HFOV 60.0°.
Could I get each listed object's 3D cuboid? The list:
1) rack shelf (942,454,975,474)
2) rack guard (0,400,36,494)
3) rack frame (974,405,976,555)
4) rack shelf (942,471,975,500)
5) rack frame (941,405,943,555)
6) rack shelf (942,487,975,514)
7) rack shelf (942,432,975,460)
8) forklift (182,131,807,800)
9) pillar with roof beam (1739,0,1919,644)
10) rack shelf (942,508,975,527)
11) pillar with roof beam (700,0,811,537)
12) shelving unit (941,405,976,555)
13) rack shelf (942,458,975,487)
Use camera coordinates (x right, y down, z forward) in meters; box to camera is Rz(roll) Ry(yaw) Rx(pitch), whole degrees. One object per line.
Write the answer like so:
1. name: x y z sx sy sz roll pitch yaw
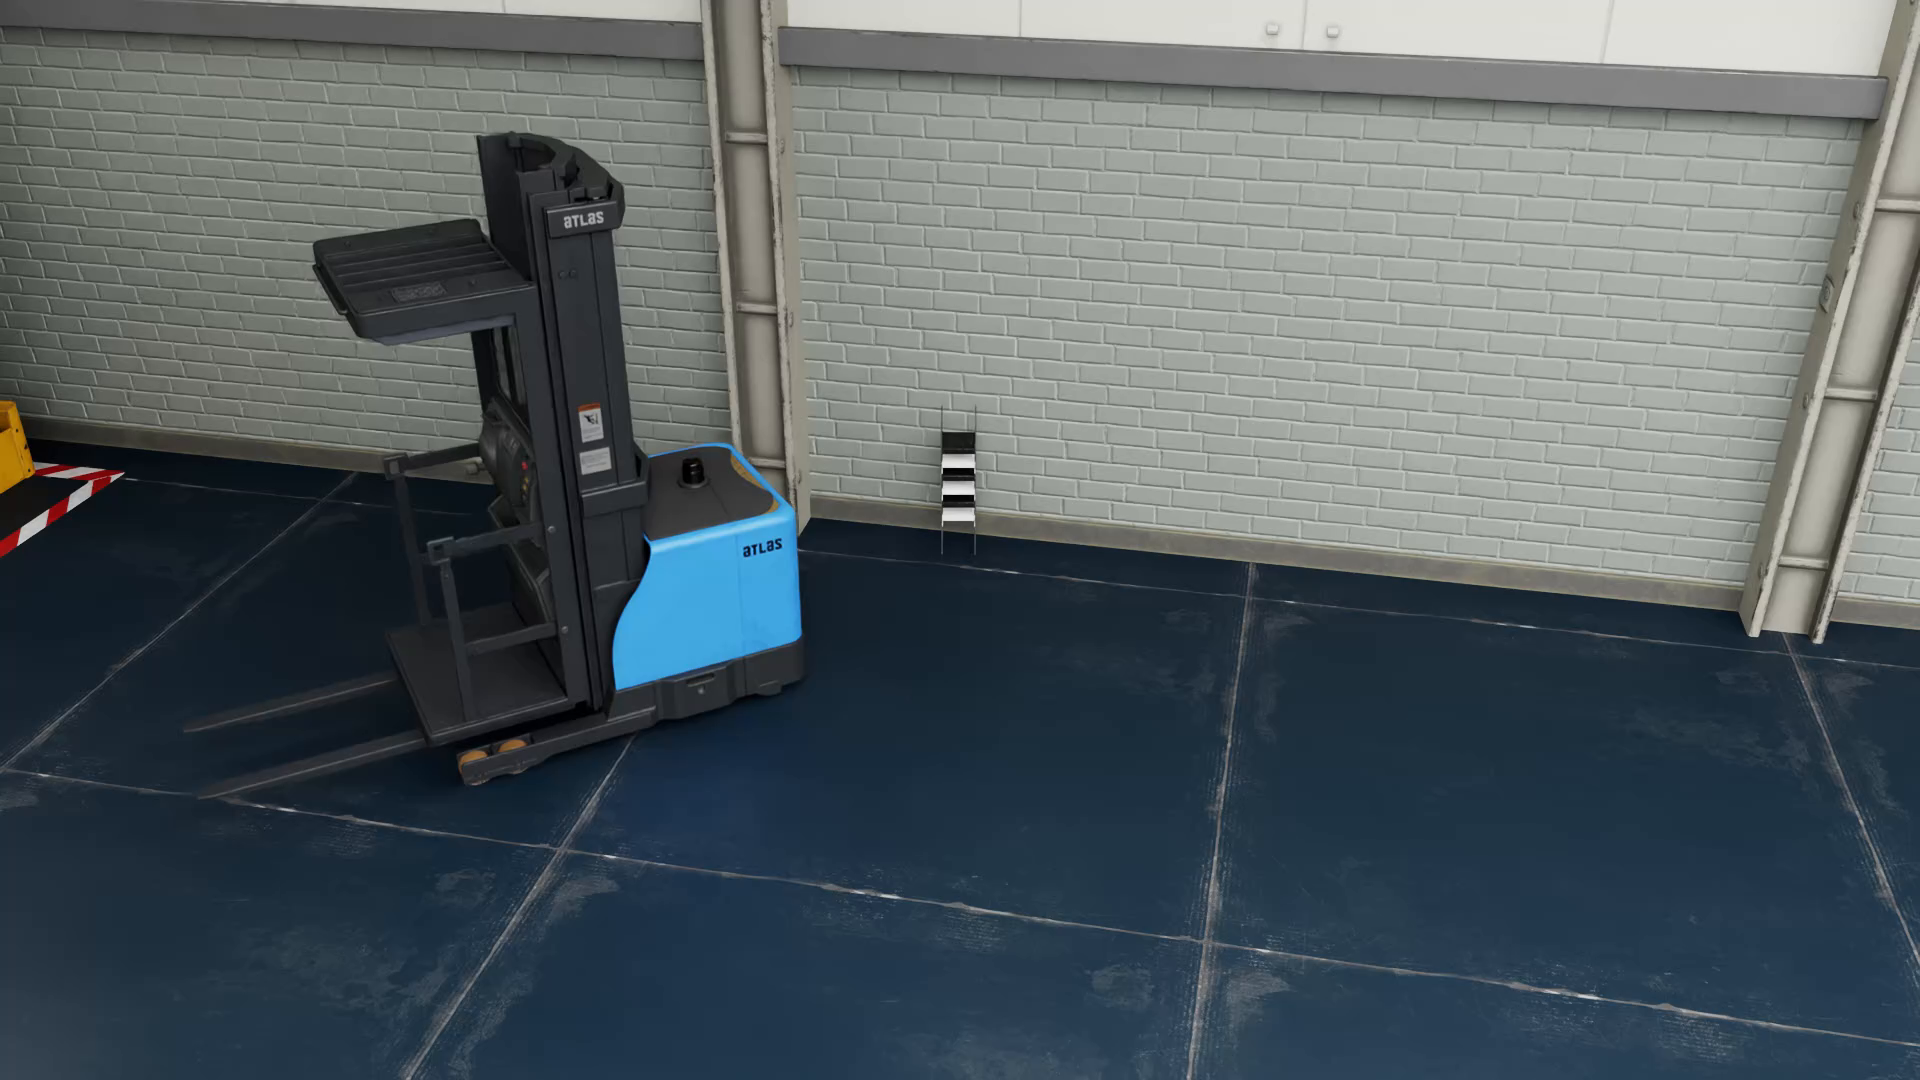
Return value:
1. rack shelf: -0.008 -0.491 10.066 0.200 0.077 0.258 0 29 0
2. rack guard: -6.529 -0.436 10.688 0.348 0.500 1.175 6 29 11
3. rack frame: 0.093 -0.362 10.136 0.006 0.900 0.240 0 29 0
4. rack shelf: -0.008 -0.333 10.152 0.200 0.077 0.258 0 29 0
5. rack frame: -0.110 -0.362 10.136 0.006 0.900 0.240 0 29 0
6. rack shelf: -0.008 -0.254 10.195 0.200 0.077 0.258 0 29 0
7. rack shelf: -0.008 -0.570 10.022 0.200 0.077 0.258 0 29 0
8. forklift: -2.372 -0.367 8.031 3.031 2.935 1.130 -14 32 -24
9. pillar with roof beam: 3.791 -1.434 3.661 0.400 9.000 9.100 6 29 11
10. rack shelf: -0.008 -0.175 10.238 0.200 0.077 0.258 0 29 0
11. pillar with roof beam: -2.077 -2.036 4.760 0.400 9.000 9.100 6 29 11
12. shelving unit: -0.008 -0.362 10.136 0.210 0.900 0.258 0 29 0
13. rack shelf: -0.008 -0.412 10.109 0.200 0.077 0.258 0 29 0
